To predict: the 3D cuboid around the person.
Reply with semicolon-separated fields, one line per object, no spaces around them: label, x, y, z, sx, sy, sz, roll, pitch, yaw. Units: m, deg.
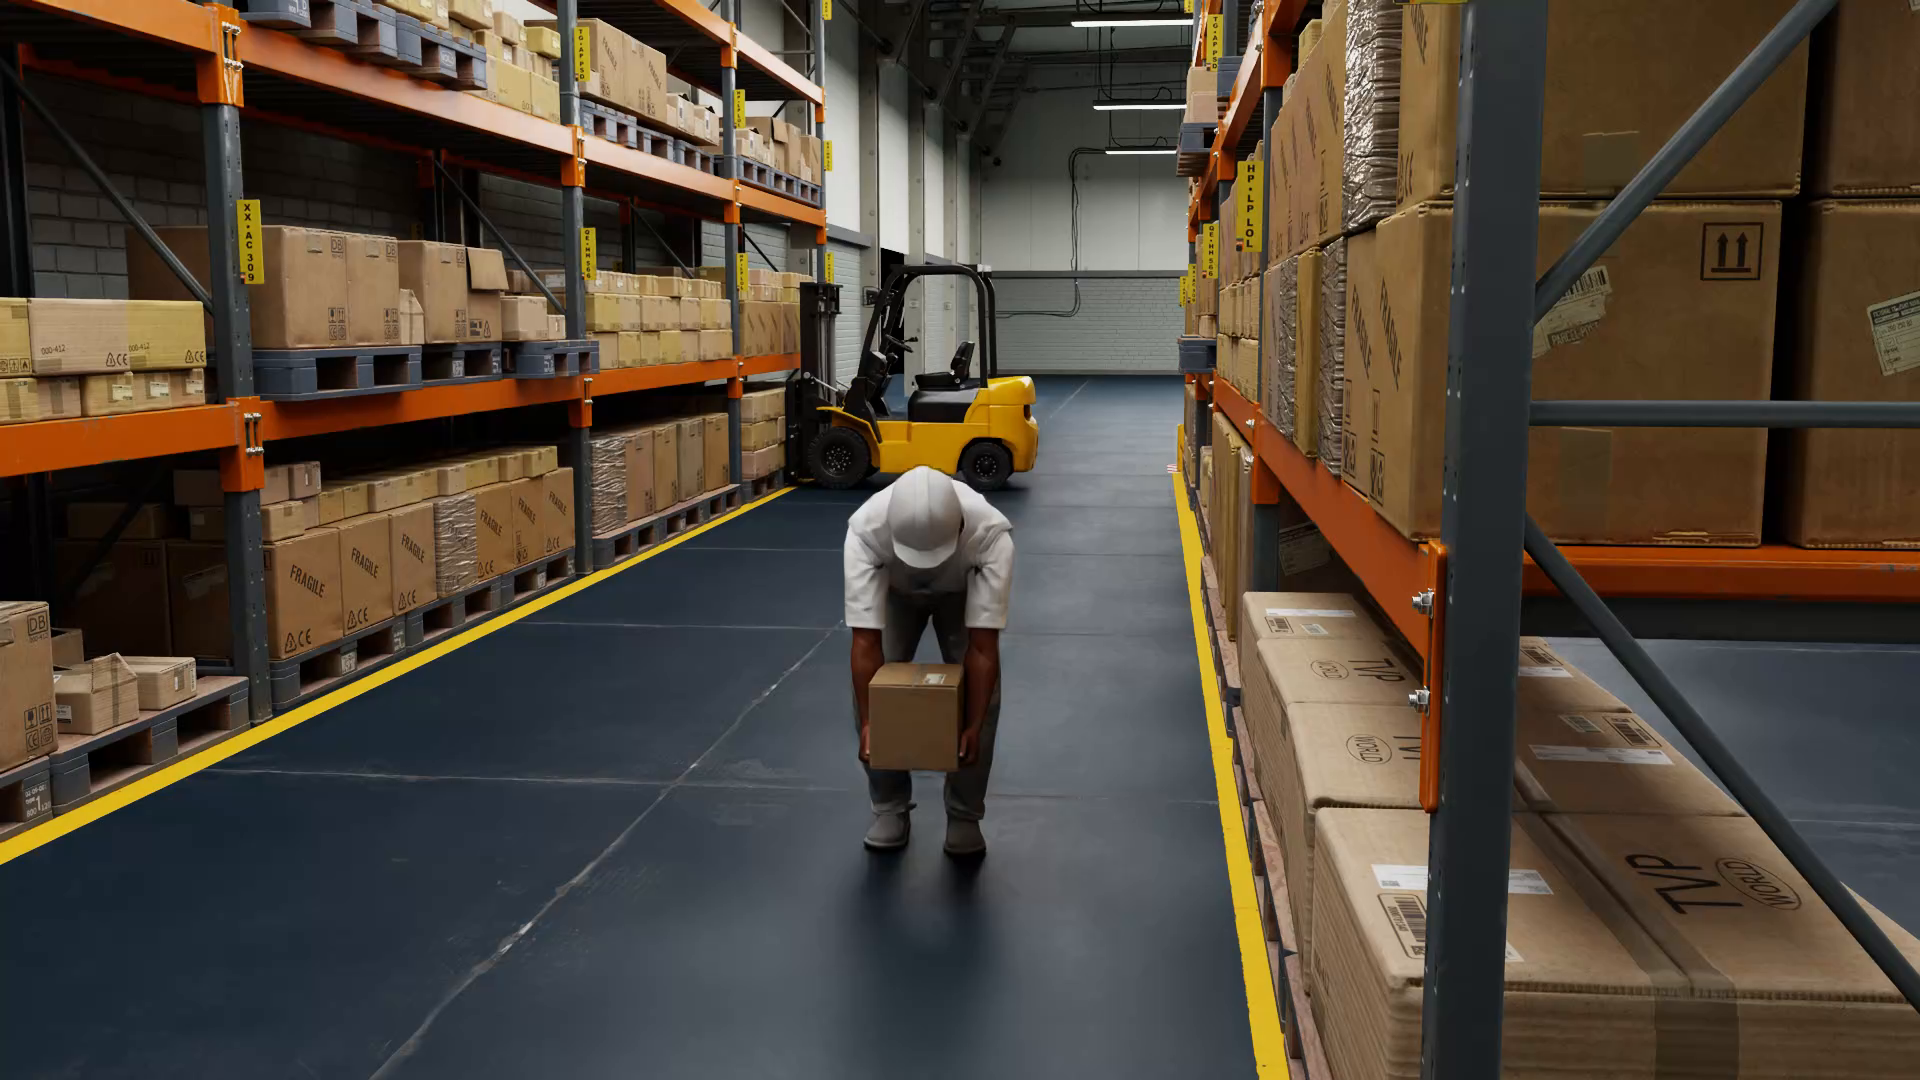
person;-0.087;0.363;4.981;0.500;1.232;0.945;0;8;2
